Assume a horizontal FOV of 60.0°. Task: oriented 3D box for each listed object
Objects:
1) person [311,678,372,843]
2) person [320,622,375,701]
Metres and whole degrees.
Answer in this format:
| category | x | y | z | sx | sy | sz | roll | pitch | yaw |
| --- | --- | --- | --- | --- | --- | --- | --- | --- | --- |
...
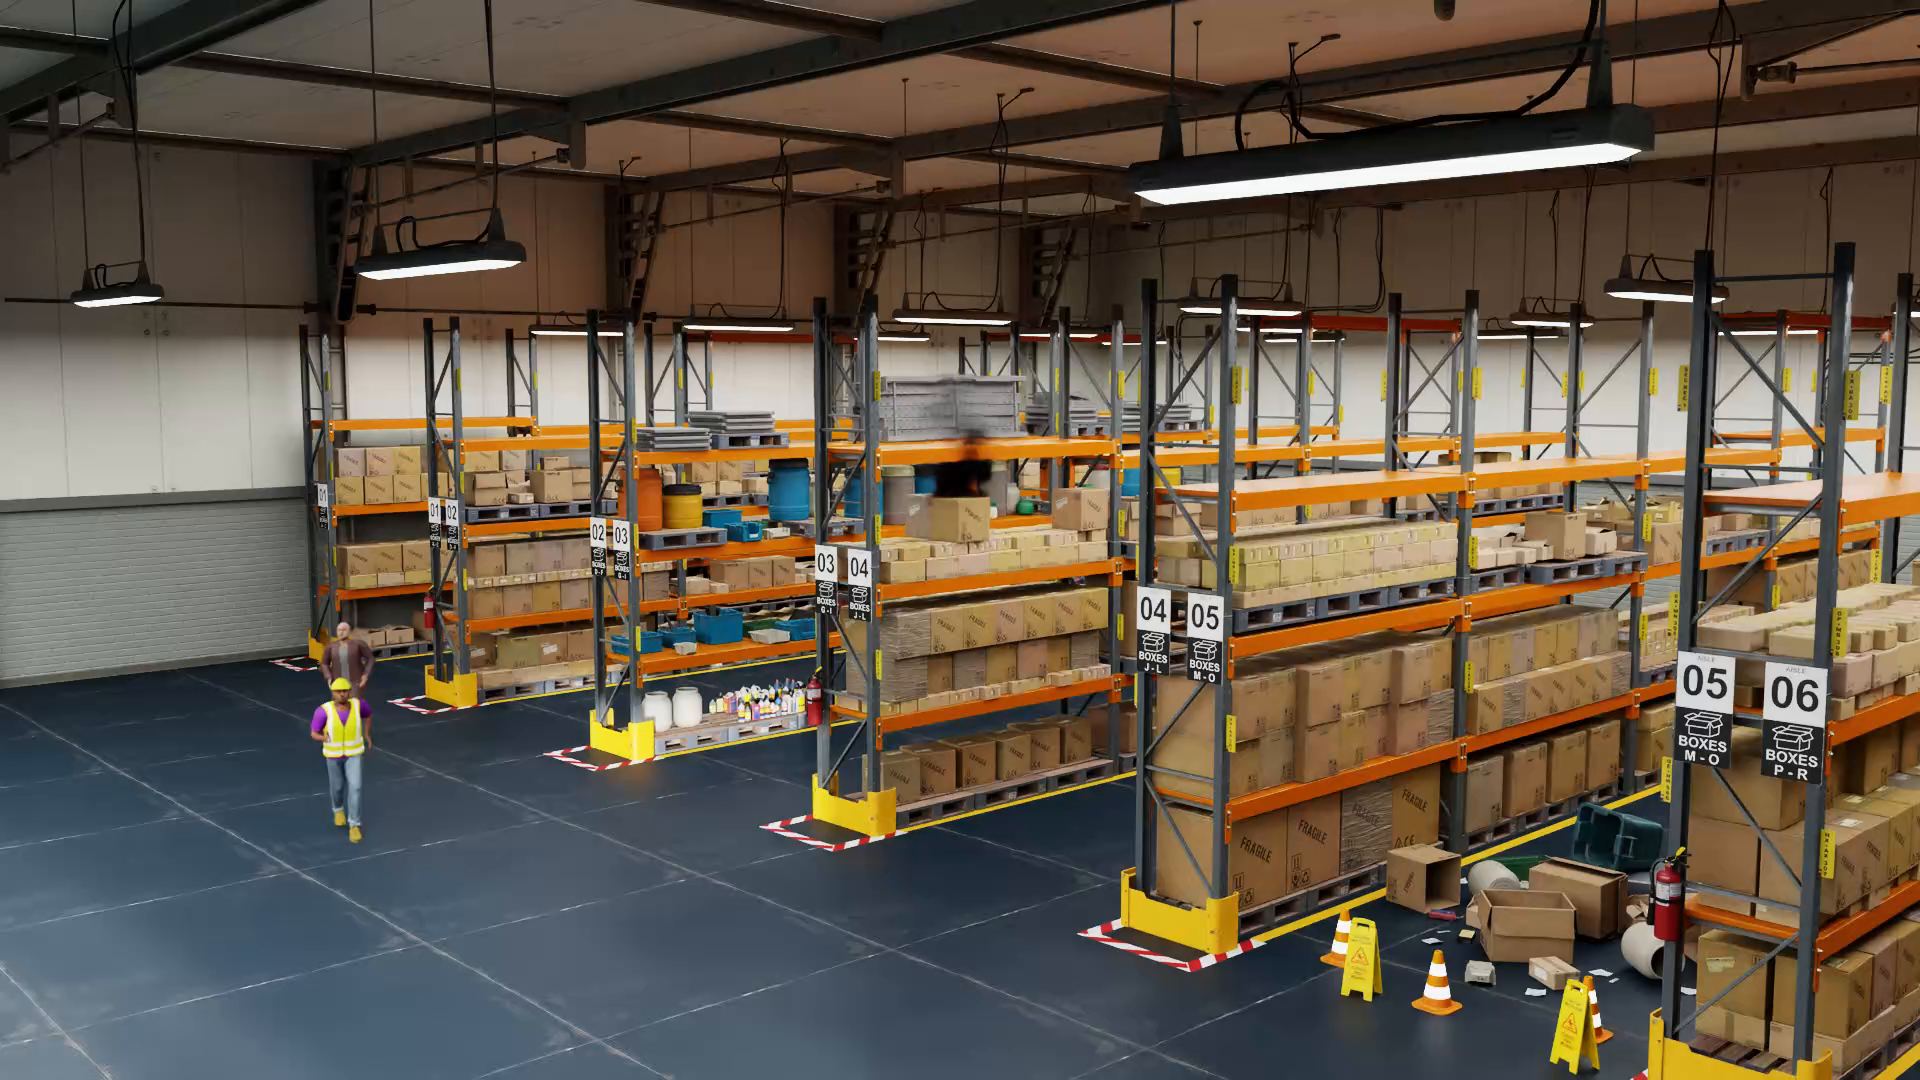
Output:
| category | x | y | z | sx | sy | sz | roll | pitch | yaw |
| --- | --- | --- | --- | --- | --- | --- | --- | --- | --- |
| person | -6.878 | 2.402 | 18.535 | 0.654 | 1.781 | 0.935 | -2 | 6 | -21 |
| person | -8.434 | 1.997 | 22.896 | 0.711 | 1.744 | 0.600 | -1 | 6 | -11 |
